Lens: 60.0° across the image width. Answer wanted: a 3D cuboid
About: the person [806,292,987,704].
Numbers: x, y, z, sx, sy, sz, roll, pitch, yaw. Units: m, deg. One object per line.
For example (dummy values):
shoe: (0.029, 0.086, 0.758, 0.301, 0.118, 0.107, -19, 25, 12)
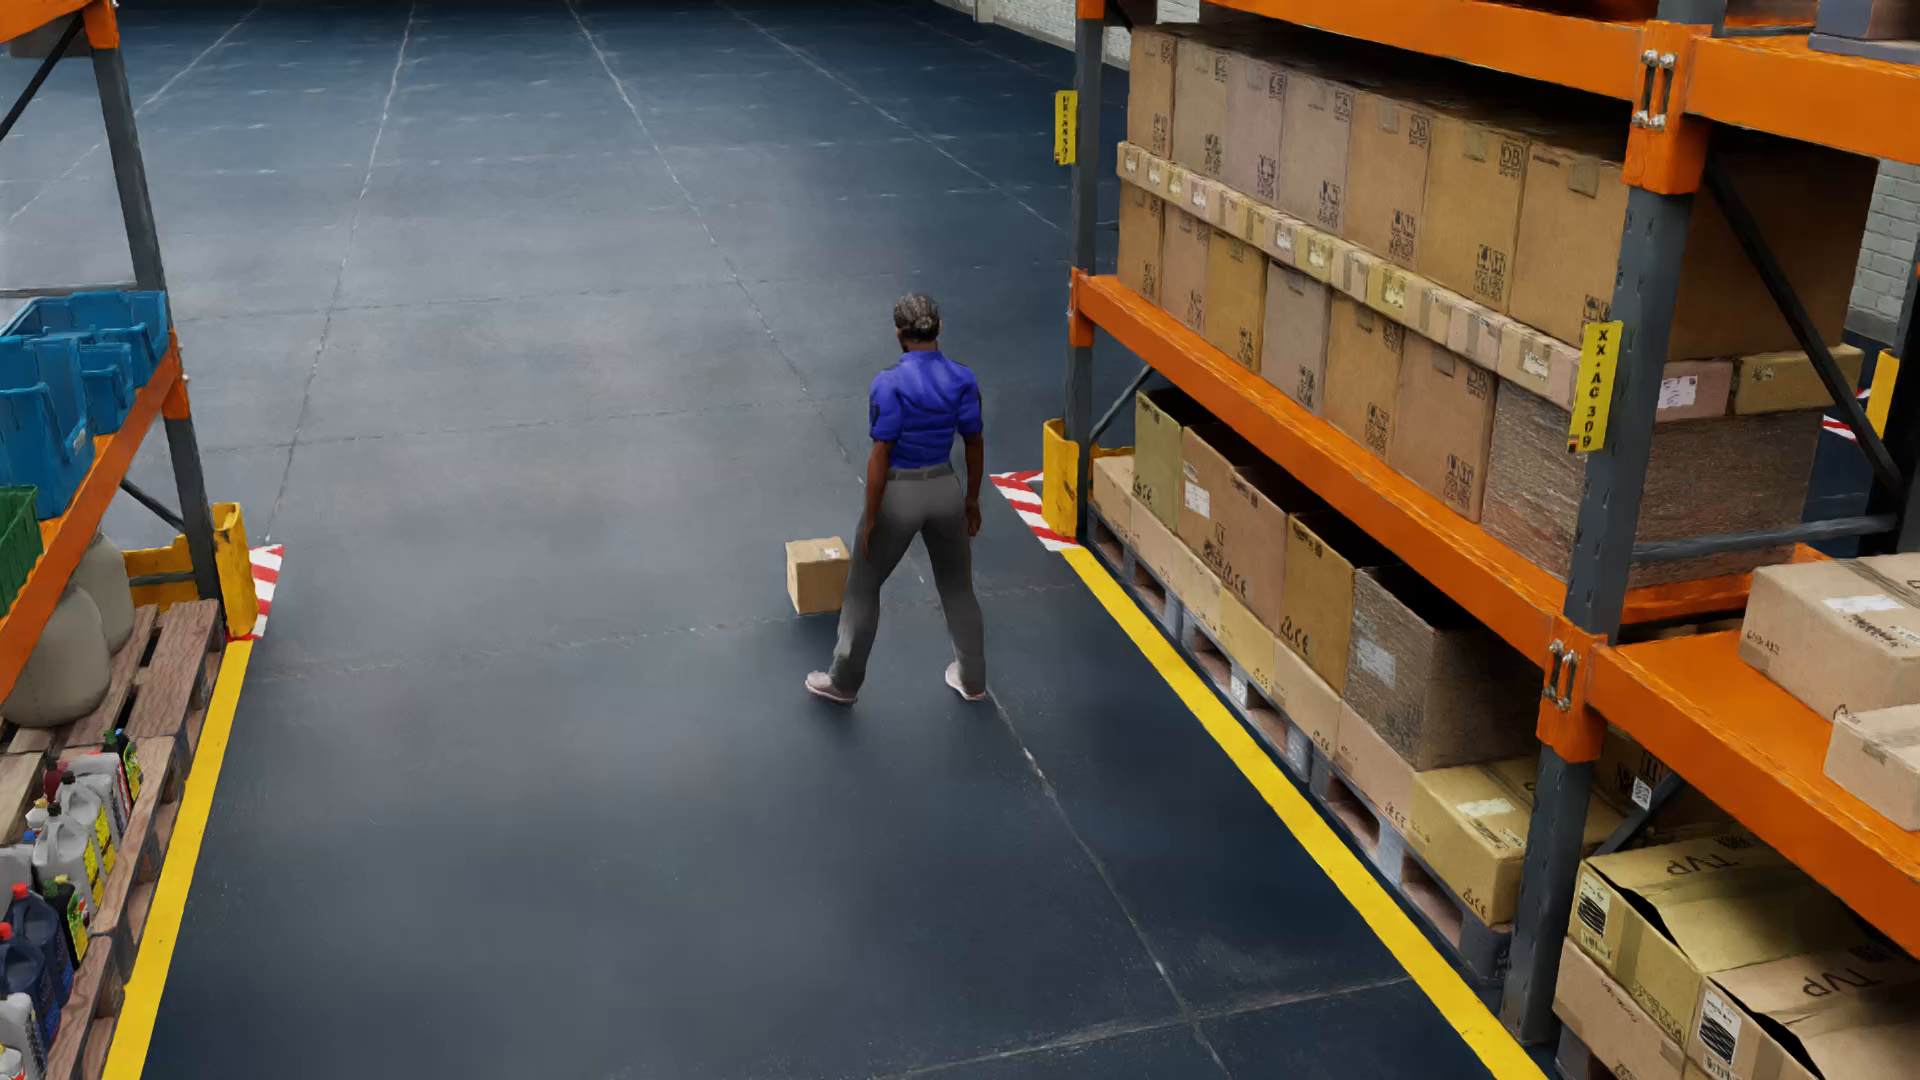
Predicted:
person: (-0.248, -0.134, 6.384, 0.673, 1.646, 0.439, -11, 25, -24)
